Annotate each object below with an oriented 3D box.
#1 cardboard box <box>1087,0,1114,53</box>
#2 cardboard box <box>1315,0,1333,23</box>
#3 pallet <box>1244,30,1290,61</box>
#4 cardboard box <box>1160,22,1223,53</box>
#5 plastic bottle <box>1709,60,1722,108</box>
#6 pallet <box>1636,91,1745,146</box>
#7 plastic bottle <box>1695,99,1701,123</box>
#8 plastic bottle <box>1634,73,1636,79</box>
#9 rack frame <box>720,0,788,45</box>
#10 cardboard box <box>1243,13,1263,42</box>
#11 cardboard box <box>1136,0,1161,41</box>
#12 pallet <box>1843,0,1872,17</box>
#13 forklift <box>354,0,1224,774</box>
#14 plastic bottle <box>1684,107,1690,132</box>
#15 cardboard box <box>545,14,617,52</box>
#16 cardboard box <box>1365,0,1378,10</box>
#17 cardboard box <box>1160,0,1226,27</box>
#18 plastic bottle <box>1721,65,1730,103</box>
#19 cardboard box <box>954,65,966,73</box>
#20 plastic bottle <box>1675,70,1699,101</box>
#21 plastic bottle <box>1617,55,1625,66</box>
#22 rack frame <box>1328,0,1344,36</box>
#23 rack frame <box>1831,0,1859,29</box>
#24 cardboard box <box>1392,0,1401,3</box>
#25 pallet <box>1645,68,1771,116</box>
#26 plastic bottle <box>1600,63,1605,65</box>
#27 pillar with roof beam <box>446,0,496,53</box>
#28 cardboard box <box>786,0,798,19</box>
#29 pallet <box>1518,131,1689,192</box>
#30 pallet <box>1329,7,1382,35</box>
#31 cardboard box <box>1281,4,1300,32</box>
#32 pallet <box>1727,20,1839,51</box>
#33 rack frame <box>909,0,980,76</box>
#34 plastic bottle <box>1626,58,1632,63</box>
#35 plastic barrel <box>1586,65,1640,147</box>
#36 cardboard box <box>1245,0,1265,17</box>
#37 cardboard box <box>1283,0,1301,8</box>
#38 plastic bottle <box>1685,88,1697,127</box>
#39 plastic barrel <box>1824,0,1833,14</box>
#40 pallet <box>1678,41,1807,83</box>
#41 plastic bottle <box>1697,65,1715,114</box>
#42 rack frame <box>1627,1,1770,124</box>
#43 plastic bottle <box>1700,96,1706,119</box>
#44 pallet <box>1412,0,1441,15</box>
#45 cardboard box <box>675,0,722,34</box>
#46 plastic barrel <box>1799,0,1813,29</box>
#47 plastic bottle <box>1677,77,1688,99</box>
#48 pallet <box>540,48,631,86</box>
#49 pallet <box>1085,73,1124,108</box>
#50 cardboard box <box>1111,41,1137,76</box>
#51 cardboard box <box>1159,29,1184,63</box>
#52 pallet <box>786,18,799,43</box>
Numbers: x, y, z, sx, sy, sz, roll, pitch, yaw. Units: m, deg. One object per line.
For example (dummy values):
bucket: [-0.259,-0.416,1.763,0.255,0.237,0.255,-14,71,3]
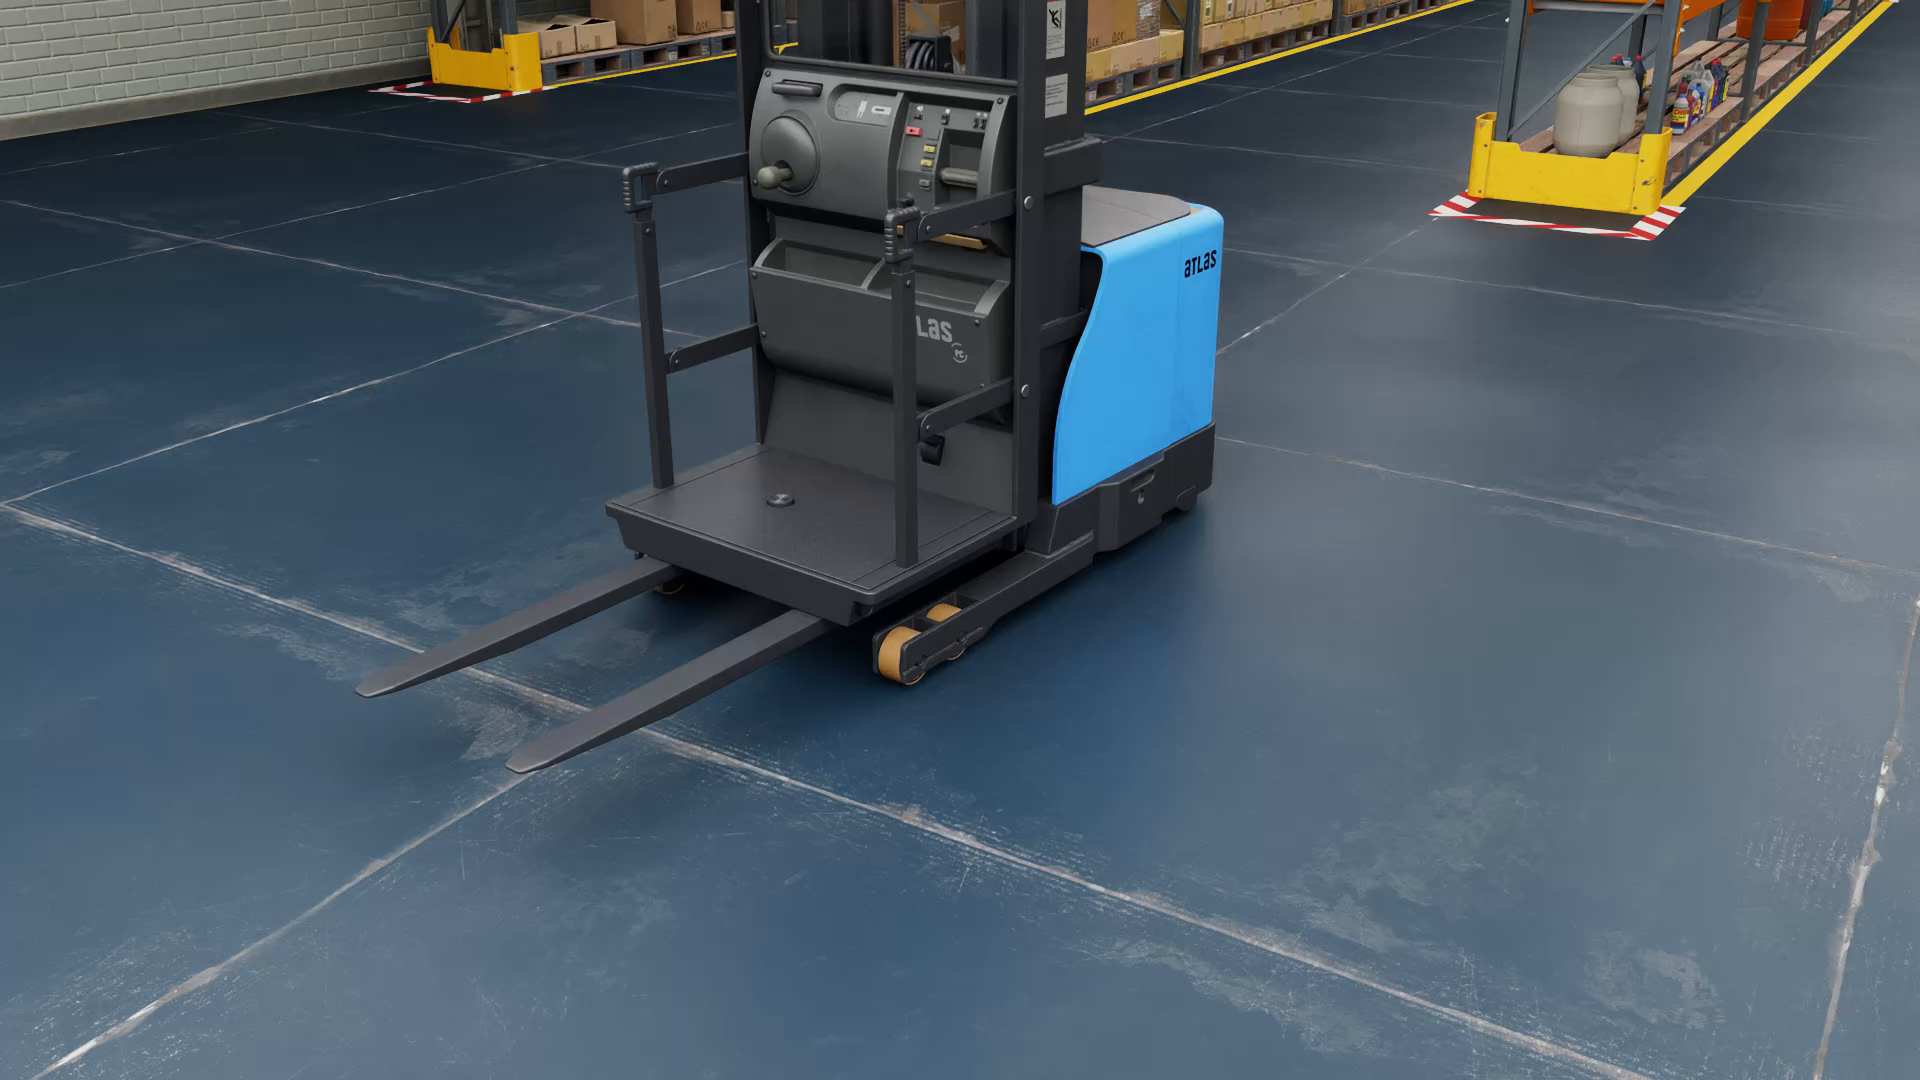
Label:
cardboard box: [0.990,-4.511,14.383,0.500,0.500,0.500,14,27,29]
cardboard box: [3.874,-5.998,18.762,0.500,0.250,0.500,15,27,30]
pallet: [2.833,-5.336,17.811,1.003,0.211,1.213,14,27,29]
cardboard box: [2.258,-4.961,16.366,0.500,0.250,0.500,13,27,28]
plastic bottle: [5.845,-3.550,12.956,0.144,0.351,0.185,12,26,26]
pallet: [5.651,-3.409,13.358,1.003,0.211,1.213,14,27,29]
plastic bottle: [5.438,-3.204,12.343,0.097,0.201,0.097,0,23,0]
plastic bottle: [5.288,-3.597,13.163,0.097,0.271,0.097,0,23,0]
rack frame: [-2.376,-6.983,18.104,1.000,3.000,0.127,14,27,29]
cardboard box: [2.799,-5.308,17.169,0.500,0.250,0.500,13,27,27]
cardboard box: [1.502,-4.852,15.171,0.500,0.500,0.500,14,27,29]
pallet: [11.258,-6.997,21.646,1.003,0.211,1.213,14,27,29]
forklift: [-0.380,-1.149,4.714,1.130,2.935,3.031,17,29,34]
plastic bottle: [5.206,-3.056,12.001,0.097,0.201,0.097,0,23,0]
cardboard box: [-3.744,-5.008,16.372,0.500,0.311,0.500,16,28,33]
cardboard box: [4.699,-6.622,19.864,0.500,0.500,0.500,13,27,27]
cardboard box: [2.264,-5.221,16.262,0.500,0.311,0.500,14,27,29]
plastic bottle: [6.067,-3.630,13.225,0.061,0.283,0.133,15,28,32]
cardboard box: [0.196,-3.661,13.363,0.500,0.250,0.500,14,27,29]
plastic bottle: [5.705,-3.538,13.022,0.152,0.276,0.135,14,27,29]
plastic bottle: [5.262,-3.707,13.318,0.144,0.351,0.185,15,27,30]
rack frame: [3.944,-7.296,18.827,1.000,3.000,0.127,14,27,29]
rack frame: [10.261,-7.606,19.545,1.000,3.000,0.127,14,27,29]
cardboard box: [5.238,-6.968,20.662,0.500,0.500,0.500,13,27,27]
pallet: [6.422,-3.900,14.493,1.003,0.211,1.213,14,27,29]
plastic bottle: [4.939,-3.500,12.840,0.144,0.351,0.185,14,27,29]
pillar with roof beam: [-1.194,-7.901,12.674,9.100,9.000,0.400,14,27,29]
cardboard box: [-2.002,-6.289,19.095,0.700,0.500,0.500,15,28,31]
pallet: [4.364,-2.585,11.456,1.003,0.211,1.213,14,27,29]
pallet: [4.370,-6.260,19.945,1.003,0.211,1.213,14,27,29]
cardboard box: [3.337,-5.654,17.968,0.500,0.250,0.500,15,27,30]
pallet: [9.175,-5.662,18.563,1.003,0.211,1.213,14,27,29]
rack frame: [-0.275,-4.596,12.590,1.000,3.000,0.127,14,27,29]
plastic bottle: [5.500,-3.841,13.726,0.097,0.271,0.097,0,23,0]
plastic barrel: [4.477,-3.015,11.541,0.421,0.512,0.421,0,23,0]
cardboard box: [2.805,-5.564,17.053,0.500,0.311,0.500,13,27,27]
cardboard box: [3.340,-5.909,17.851,0.500,0.311,0.500,14,27,29]
plastic bottle: [5.333,-3.168,12.174,0.097,0.271,0.097,0,23,0]
plastic barrel: [9.959,-6.656,19.463,0.600,0.901,0.708,14,27,29]
pallet: [7.709,-4.723,16.395,1.003,0.211,1.213,14,27,29]
plastic bottle: [5.674,-3.441,12.704,0.144,0.351,0.185,14,27,29]
rack frame: [6.041,-4.906,13.308,1.000,3.000,0.127,14,27,29]
plastic bottle: [5.546,-3.273,12.503,0.097,0.201,0.097,0,23,0]
pallet: [5.657,-7.084,21.847,1.003,0.211,1.213,14,27,29]
cardboard box: [-2.889,-5.679,17.684,0.500,0.500,0.500,12,26,25]
plastic barrel: [8.990,-5.892,18.092,0.600,0.588,0.708,14,27,29]
plastic bottle: [5.494,-3.378,12.643,0.061,0.283,0.133,14,27,29]
pallet: [-3.987,-4.645,16.215,1.003,0.211,1.213,14,27,29]
pallet: [0.737,-3.993,14.708,1.003,0.211,1.213,14,27,29]
cardboard box: [1.252,-4.336,14.922,0.500,0.250,0.500,14,27,29]
cardboard box: [1.775,-4.674,15.704,0.500,0.250,0.500,14,27,29]
pallet: [-1.967,-5.966,19.265,1.003,0.211,1.213,14,27,29]
